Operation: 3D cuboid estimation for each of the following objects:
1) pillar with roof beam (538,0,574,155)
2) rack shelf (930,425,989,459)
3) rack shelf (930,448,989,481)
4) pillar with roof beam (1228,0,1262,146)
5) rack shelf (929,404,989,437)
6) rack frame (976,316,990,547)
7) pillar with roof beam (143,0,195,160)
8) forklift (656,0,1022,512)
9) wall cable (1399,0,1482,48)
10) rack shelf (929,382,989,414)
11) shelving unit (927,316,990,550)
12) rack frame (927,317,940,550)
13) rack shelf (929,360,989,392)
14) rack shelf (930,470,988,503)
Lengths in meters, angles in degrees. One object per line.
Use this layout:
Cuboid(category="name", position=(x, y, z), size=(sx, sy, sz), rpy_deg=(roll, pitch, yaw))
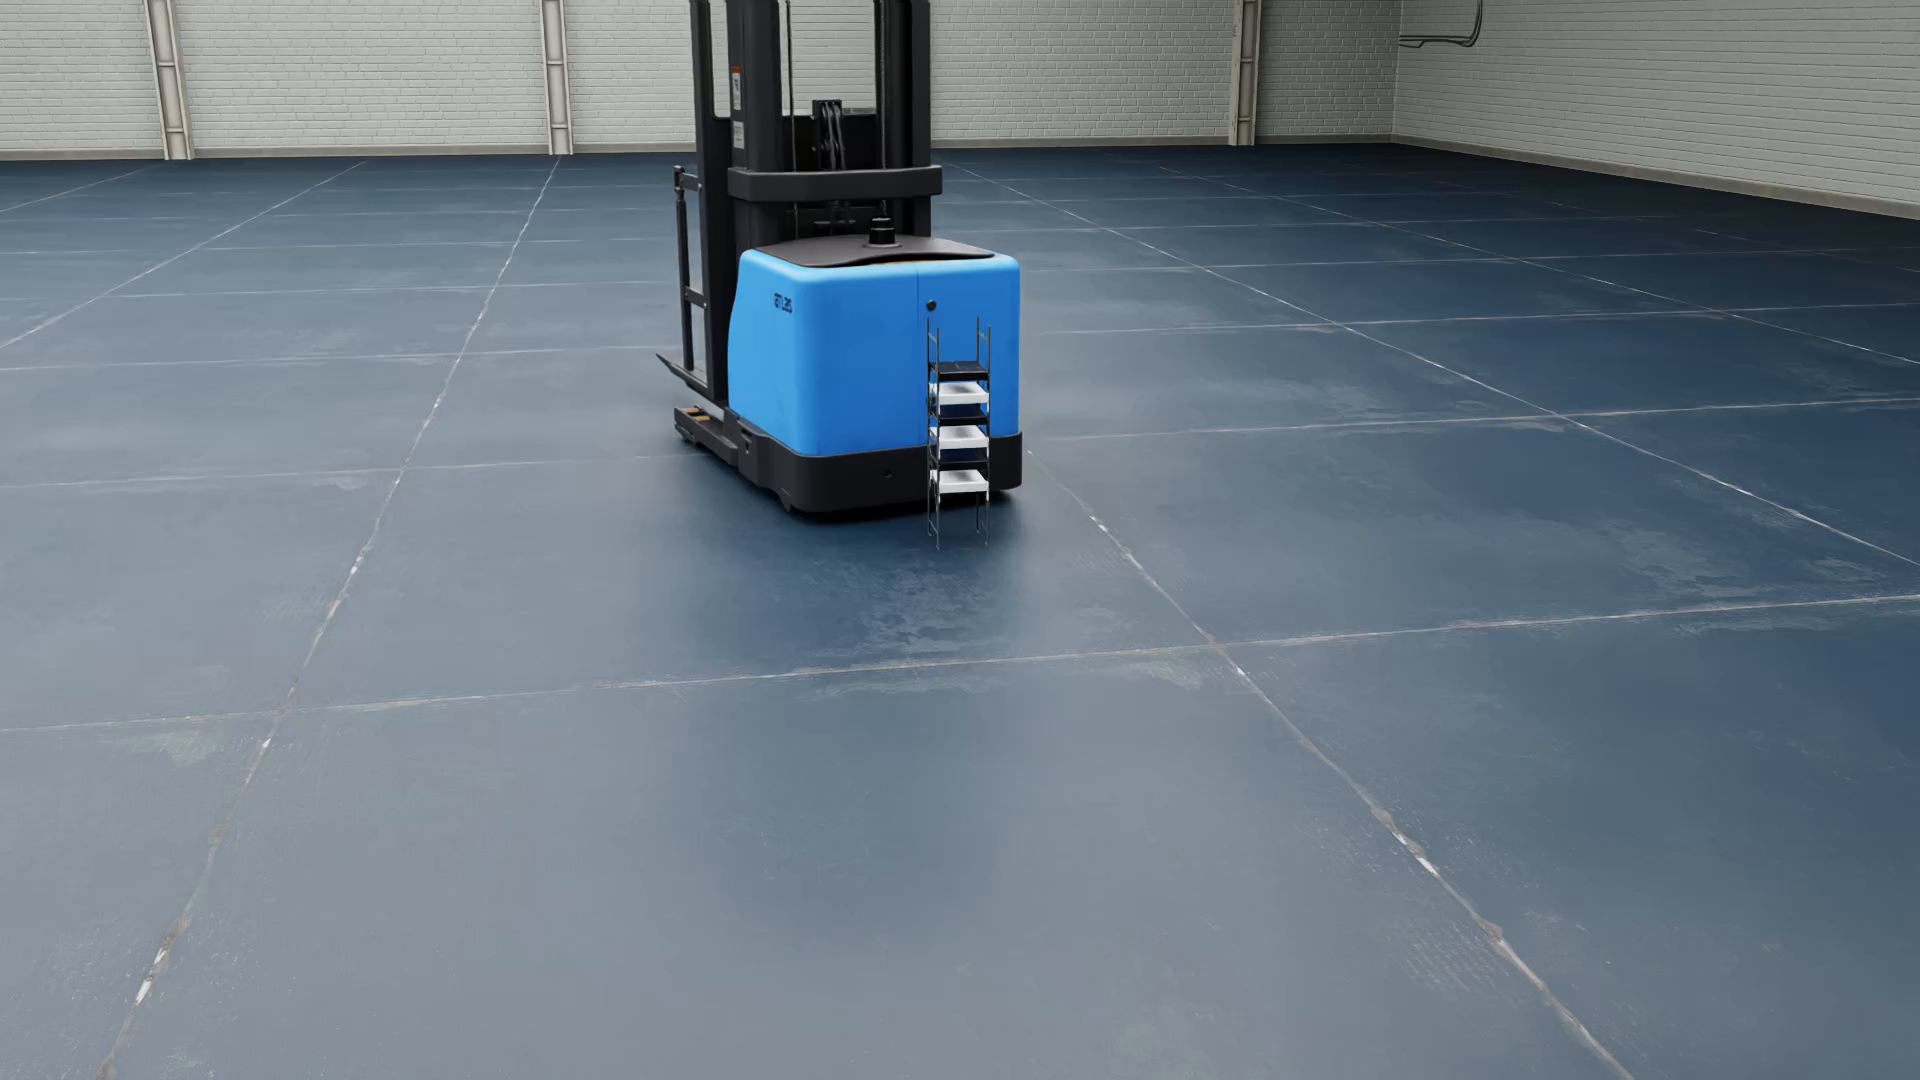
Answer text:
Cuboid(category="pillar with roof beam", position=(-5.876, -9.547, 22.567), size=(0.400, 9.000, 9.100), rpy_deg=(-3, 17, -10))
Cuboid(category="rack shelf", position=(-0.008, -0.398, 6.688), size=(0.200, 0.077, 0.258), rpy_deg=(-3, 17, -10))
Cuboid(category="rack shelf", position=(-0.008, -0.312, 6.714), size=(0.200, 0.077, 0.258), rpy_deg=(-3, 17, -10))
Cuboid(category="pillar with roof beam", position=(5.906, -10.215, 24.743), size=(0.400, 9.000, 9.100), rpy_deg=(-3, 17, -10))
Cuboid(category="rack shelf", position=(-0.008, -0.484, 6.662), size=(0.200, 0.077, 0.258), rpy_deg=(-3, 17, -10))
Cuboid(category="rack frame", position=(0.092, -0.435, 6.697), size=(0.006, 0.900, 0.240), rpy_deg=(-3, 17, -10))
Cuboid(category="pillar with roof beam", position=(-11.767, -9.212, 21.479), size=(0.400, 9.000, 9.100), rpy_deg=(-3, 17, -10))
Cuboid(category="forklift", position=(-0.805, -1.906, 8.024), size=(1.130, 2.935, 3.031), rpy_deg=(-8, 19, -24))
Cuboid(category="wall cable", position=(8.233, -9.755, 28.533), size=(0.112, 2.526, 3.097), rpy_deg=(-3, 17, -10))
Cuboid(category="rack shelf", position=(-0.008, -0.570, 6.635), size=(0.200, 0.077, 0.258), rpy_deg=(-3, 17, -10))
Cuboid(category="shelving unit", position=(-0.008, -0.430, 6.678), size=(0.210, 0.900, 0.258), rpy_deg=(-3, 17, -10))
Cuboid(category="rack frame", position=(-0.108, -0.424, 6.660), size=(0.006, 0.900, 0.240), rpy_deg=(-3, 17, -10))
Cuboid(category="rack shelf", position=(-0.008, -0.656, 6.609), size=(0.200, 0.077, 0.258), rpy_deg=(-3, 17, -10))
Cuboid(category="rack shelf", position=(-0.008, -0.226, 6.741), size=(0.200, 0.077, 0.258), rpy_deg=(-3, 17, -10))
